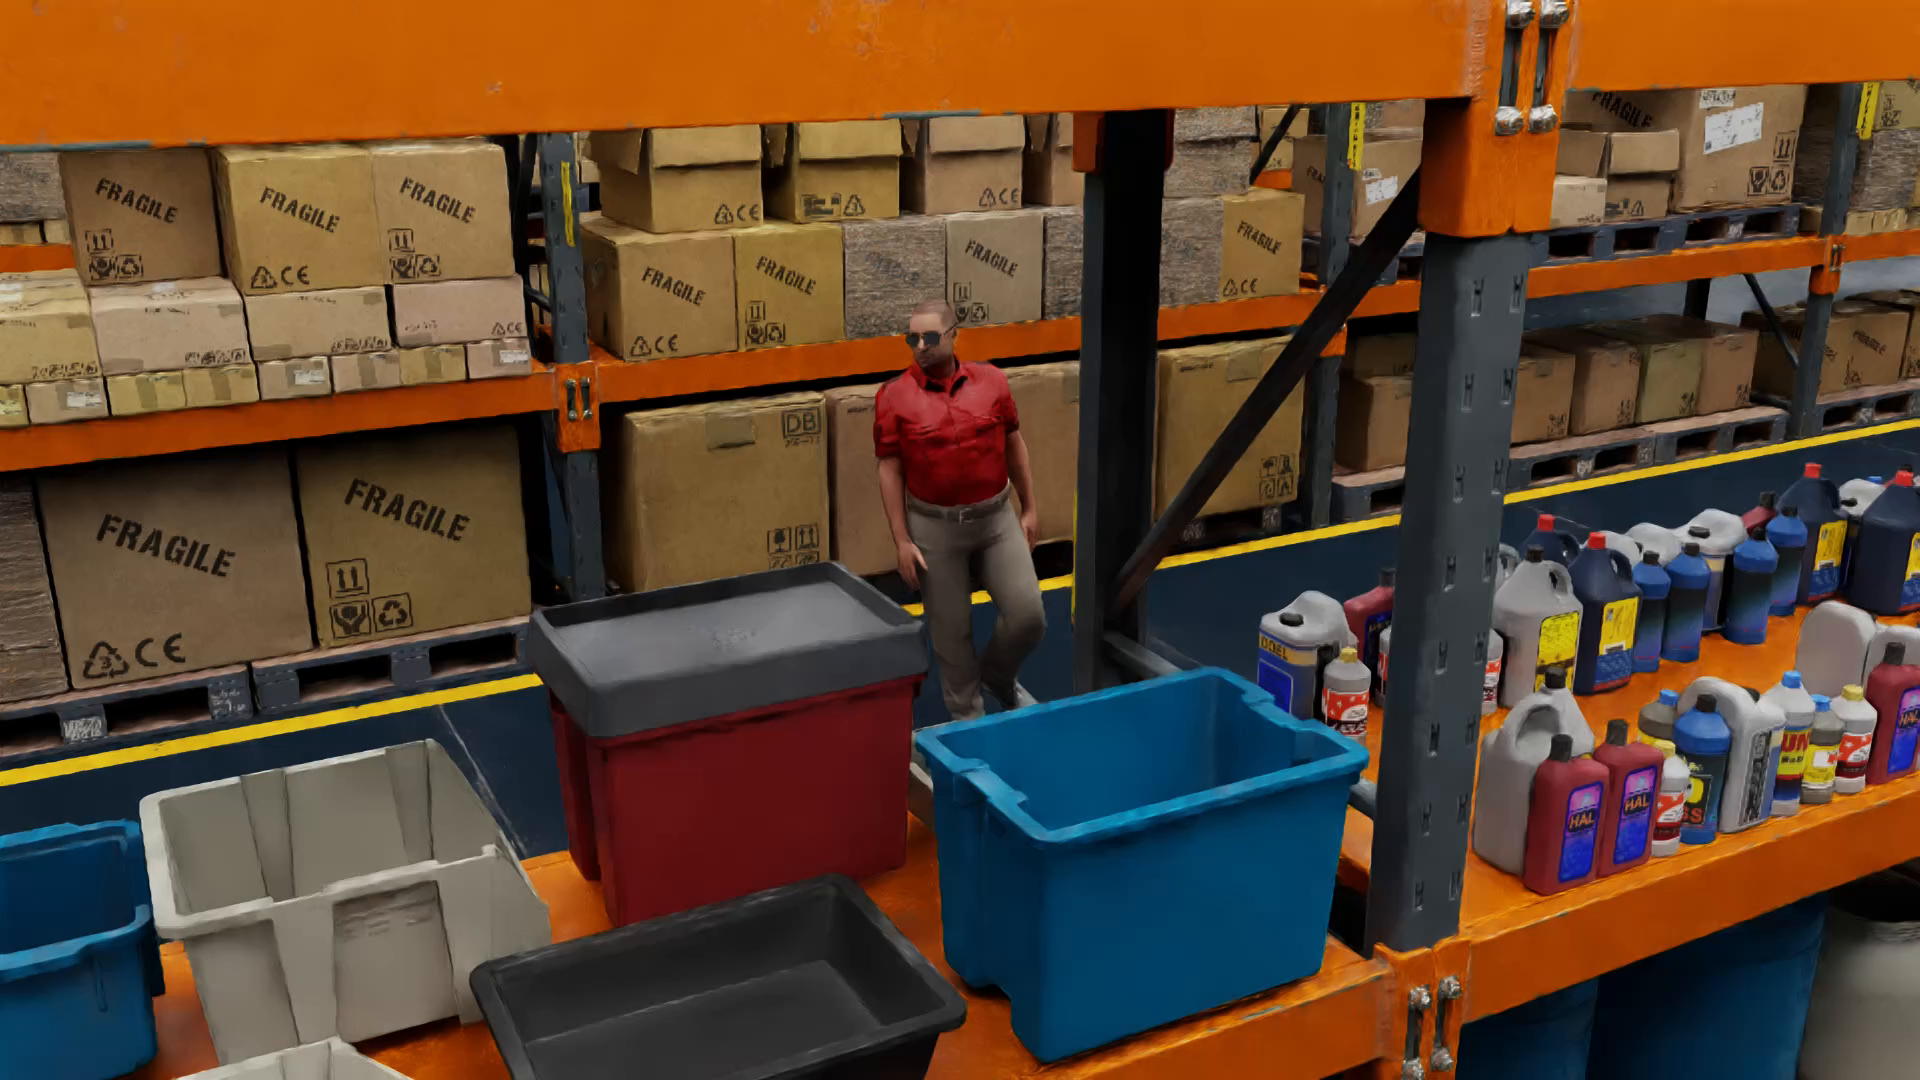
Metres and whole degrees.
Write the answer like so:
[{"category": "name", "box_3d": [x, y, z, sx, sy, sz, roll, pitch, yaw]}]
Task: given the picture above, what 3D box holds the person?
[{"category": "person", "box_3d": [0.030, -0.028, 6.137, 0.660, 1.717, 0.481, -5, 19, -16]}]
